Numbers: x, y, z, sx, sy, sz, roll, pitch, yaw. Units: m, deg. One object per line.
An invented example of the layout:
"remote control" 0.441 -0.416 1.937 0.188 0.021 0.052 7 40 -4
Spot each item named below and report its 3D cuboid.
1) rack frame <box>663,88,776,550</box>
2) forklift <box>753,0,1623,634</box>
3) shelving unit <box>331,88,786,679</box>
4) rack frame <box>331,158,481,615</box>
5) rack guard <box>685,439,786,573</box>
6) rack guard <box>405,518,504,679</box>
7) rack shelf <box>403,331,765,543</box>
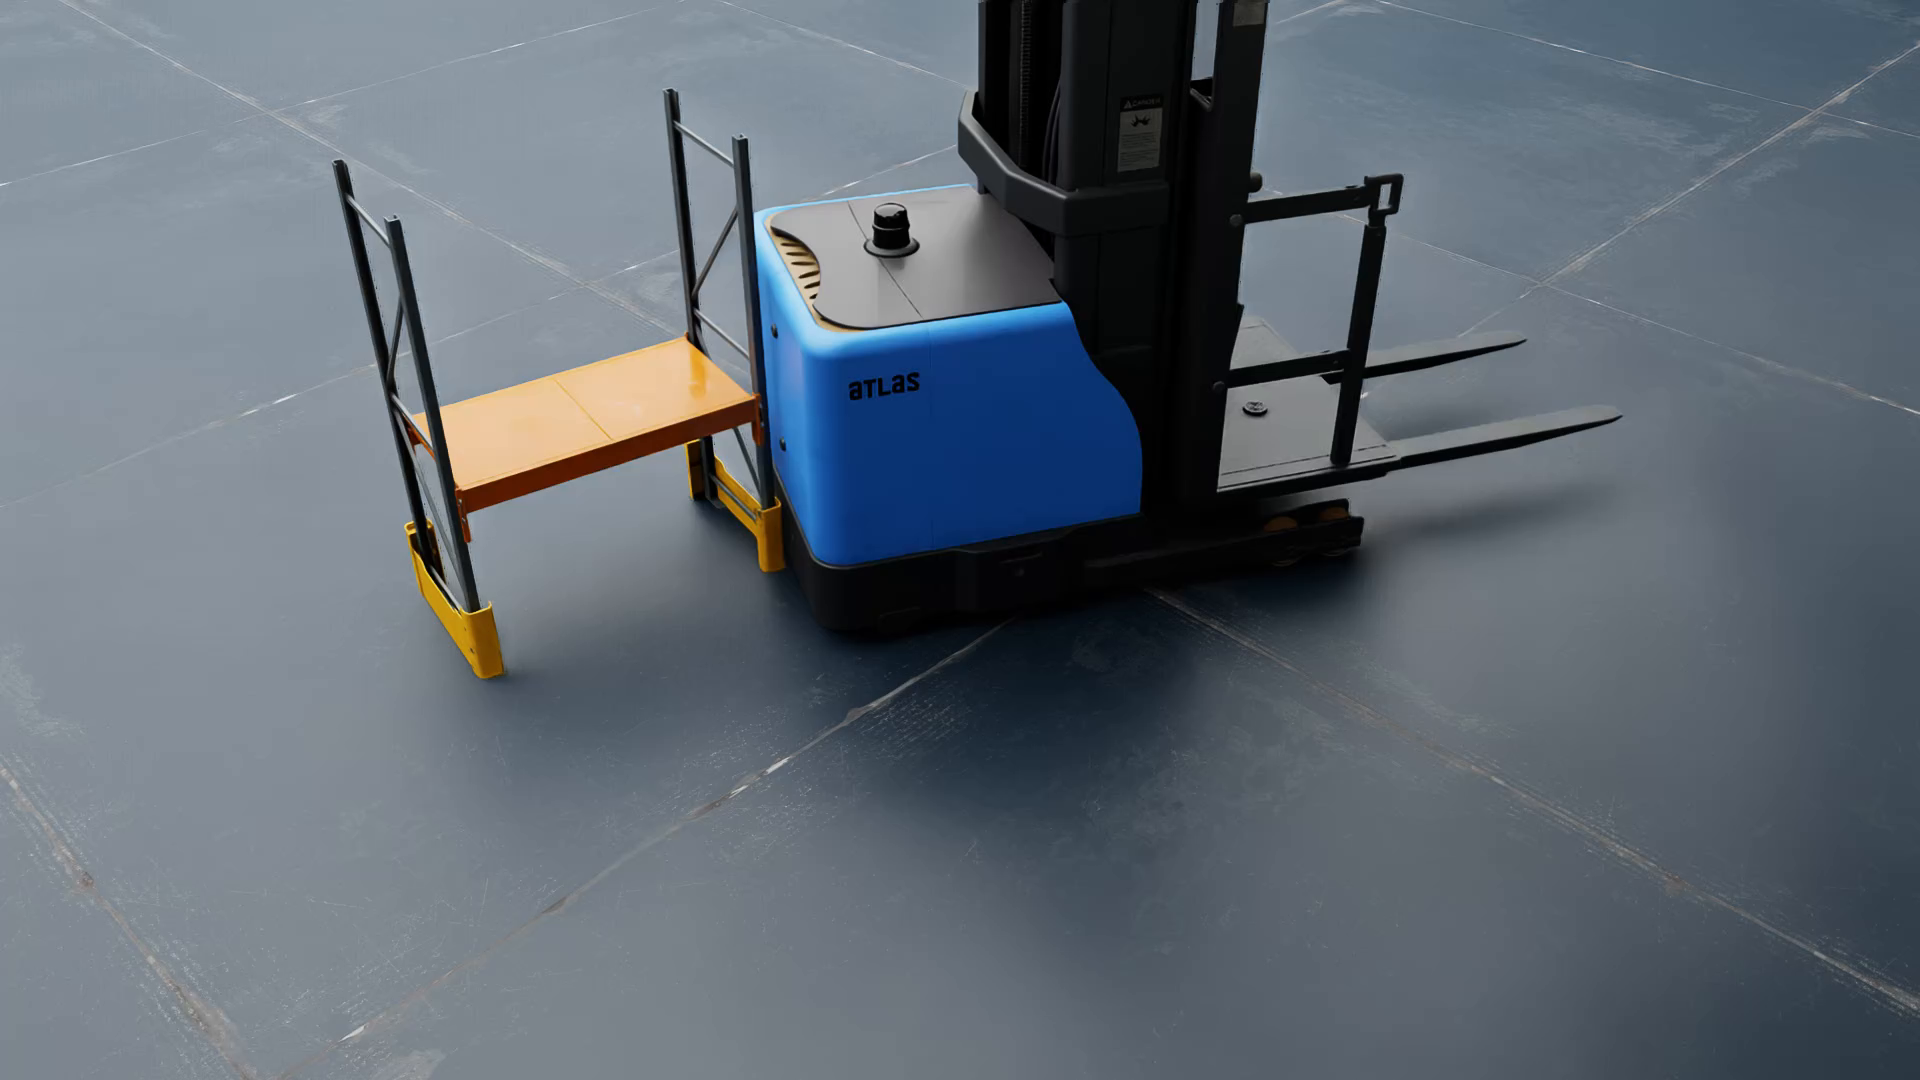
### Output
"rack frame" -0.763 -0.657 5.381 0.032 1.500 0.500 -21 40 -27
"forklift" 0.854 -1.391 5.182 3.031 2.935 1.130 -10 36 -14
"shelving unit" -1.193 -0.492 5.145 1.083 1.500 0.587 -21 40 -27
"rack frame" -1.607 -0.333 4.917 0.032 1.500 0.500 -21 40 -27
"rack guard" -0.779 -0.138 5.730 0.087 0.250 0.587 -21 40 -27
"rack guard" -1.606 0.179 5.275 0.087 0.250 0.587 -21 40 -27
"rack shelf" -1.185 -0.348 5.252 1.000 0.185 0.538 -21 40 -27
